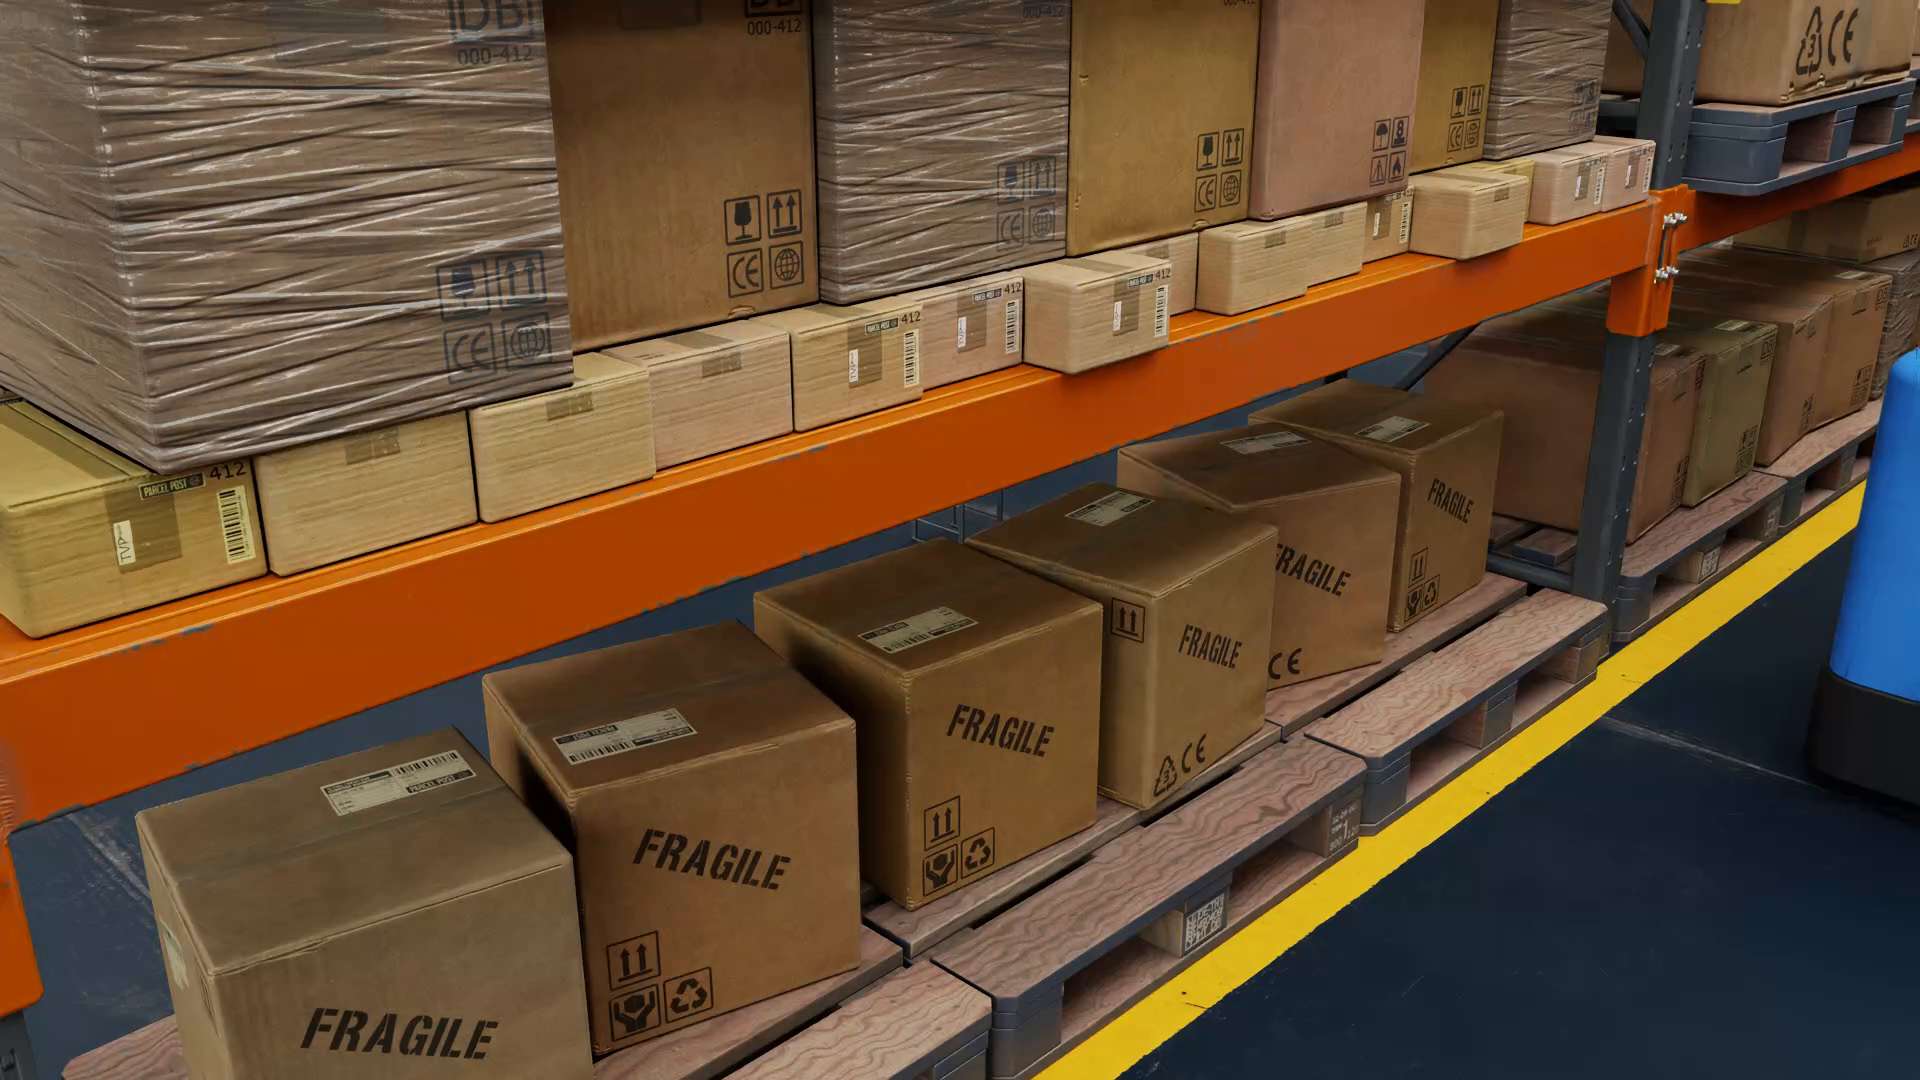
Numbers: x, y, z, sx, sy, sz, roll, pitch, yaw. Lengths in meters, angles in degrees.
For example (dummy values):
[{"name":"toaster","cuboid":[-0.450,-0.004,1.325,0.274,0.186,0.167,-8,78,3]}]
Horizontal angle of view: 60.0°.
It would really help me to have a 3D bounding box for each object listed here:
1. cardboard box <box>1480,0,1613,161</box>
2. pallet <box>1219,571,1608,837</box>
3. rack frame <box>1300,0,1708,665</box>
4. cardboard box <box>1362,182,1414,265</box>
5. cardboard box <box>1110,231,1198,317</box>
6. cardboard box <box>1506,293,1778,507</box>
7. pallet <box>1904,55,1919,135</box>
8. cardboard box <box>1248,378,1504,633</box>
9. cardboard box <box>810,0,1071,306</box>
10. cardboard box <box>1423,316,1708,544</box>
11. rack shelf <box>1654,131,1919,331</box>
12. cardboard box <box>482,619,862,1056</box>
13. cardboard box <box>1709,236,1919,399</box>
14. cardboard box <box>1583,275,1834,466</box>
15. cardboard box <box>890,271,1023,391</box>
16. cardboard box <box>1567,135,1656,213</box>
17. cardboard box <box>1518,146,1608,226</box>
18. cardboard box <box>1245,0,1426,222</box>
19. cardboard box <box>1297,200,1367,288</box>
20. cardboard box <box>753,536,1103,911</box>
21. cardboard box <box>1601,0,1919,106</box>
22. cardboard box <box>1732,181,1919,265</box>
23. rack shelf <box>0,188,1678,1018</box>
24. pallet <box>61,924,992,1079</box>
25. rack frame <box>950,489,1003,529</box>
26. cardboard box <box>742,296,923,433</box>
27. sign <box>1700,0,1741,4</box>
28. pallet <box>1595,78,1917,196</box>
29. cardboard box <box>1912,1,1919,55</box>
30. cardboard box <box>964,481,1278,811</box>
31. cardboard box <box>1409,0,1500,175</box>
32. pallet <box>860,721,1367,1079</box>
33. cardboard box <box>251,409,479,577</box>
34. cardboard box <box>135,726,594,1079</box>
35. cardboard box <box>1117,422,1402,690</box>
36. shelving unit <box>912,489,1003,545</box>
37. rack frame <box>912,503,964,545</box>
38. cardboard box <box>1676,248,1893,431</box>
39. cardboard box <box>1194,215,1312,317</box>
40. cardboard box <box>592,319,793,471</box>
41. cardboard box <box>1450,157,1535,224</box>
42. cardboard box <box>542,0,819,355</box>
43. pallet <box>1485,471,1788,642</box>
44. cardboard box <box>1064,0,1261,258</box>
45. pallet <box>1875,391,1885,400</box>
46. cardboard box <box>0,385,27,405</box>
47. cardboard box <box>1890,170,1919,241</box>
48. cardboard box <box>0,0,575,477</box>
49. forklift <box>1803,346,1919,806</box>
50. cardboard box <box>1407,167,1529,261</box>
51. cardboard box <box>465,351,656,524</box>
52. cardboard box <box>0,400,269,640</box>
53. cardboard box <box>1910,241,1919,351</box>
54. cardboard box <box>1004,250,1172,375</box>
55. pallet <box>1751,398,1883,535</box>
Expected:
[{"name":"cardboard box","cuboid":[1.076,-1.262,4.122,0.875,0.500,0.500,19,28,41]},{"name":"pallet","cuboid":[0.991,0.307,4.482,1.003,0.211,1.213,19,28,41]},{"name":"rack frame","cuboid":[1.435,-1.176,4.454,1.000,3.000,0.127,19,28,41]},{"name":"cardboard box","cuboid":[0.733,-0.696,3.554,0.380,0.149,0.250,19,28,41]},{"name":"cardboard box","cuboid":[0.209,-0.503,3.053,0.380,0.149,0.250,19,28,41]},{"name":"cardboard box","cuboid":[2.225,-0.485,5.527,0.700,0.500,0.500,19,28,40]},{"name":"pallet","cuboid":[2.873,-1.596,5.813,1.003,0.211,1.213,19,28,41]},{"name":"cardboard box","cuboid":[1.127,-0.113,4.586,0.500,0.500,0.500,18,28,39]},{"name":"cardboard box","cuboid":[-0.310,-0.744,2.776,0.875,0.500,0.500,19,28,41]},{"name":"cardboard box","cuboid":[1.878,-0.367,5.220,0.700,0.500,0.500,17,27,37]},{"name":"rack shelf","cuboid":[2.830,-1.355,5.921,1.077,0.370,4.000,19,28,41]},{"name":"cardboard box","cuboid":[-0.516,0.504,2.981,0.500,0.500,0.500,-12,24,-28]},{"name":"cardboard box","cuboid":[3.394,-0.920,6.658,0.700,0.500,0.500,16,26,36]},{"name":"cardboard box","cuboid":[2.615,-0.629,5.901,0.700,0.500,0.500,16,26,36]},{"name":"cardboard box","cuboid":[-0.119,-0.367,2.700,0.380,0.149,0.250,19,28,41]},{"name":"cardboard box","cuboid":[1.495,-0.930,4.164,0.380,0.149,0.250,19,28,41]},{"name":"cardboard box","cuboid":[1.314,-0.868,4.003,0.380,0.149,0.250,19,28,41]},{"name":"cardboard box","cuboid":[0.426,-0.988,3.411,0.875,0.500,0.500,19,28,41]},{"name":"cardboard box","cuboid":[0.588,-0.621,3.360,0.380,0.149,0.250,19,28,41]},{"name":"cardboard box","cuboid":[-0.065,0.348,3.387,0.500,0.500,0.500,-17,27,-37]},{"name":"cardboard box","cuboid":[2.089,-1.822,4.711,1.000,1.000,1.000,19,28,41]},{"name":"cardboard box","cuboid":[3.416,-1.274,6.535,0.500,0.250,0.500,-16,26,-36]},{"name":"rack shelf","cuboid":[0.039,-0.326,3.245,1.077,0.370,4.000,19,28,41]},{"name":"pallet","cuboid":[-0.711,0.934,2.850,1.003,0.211,1.213,19,28,41]},{"name":"rack frame","cuboid":[0.054,-0.580,5.411,0.240,1.200,0.006,19,28,41]},{"name":"cardboard box","cuboid":[-0.274,-0.296,2.515,0.380,0.149,0.250,19,28,41]},{"name":"sign","cuboid":[1.829,-1.447,3.950,0.100,0.325,0.005,19,28,41]},{"name":"pallet","cuboid":[2.072,-1.247,4.905,1.003,0.211,1.213,19,28,41]},{"name":"cardboard box","cuboid":[3.255,-1.842,5.787,0.396,0.266,0.258,18,28,39]},{"name":"cardboard box","cuboid":[0.356,0.216,3.731,0.500,0.500,0.500,16,26,36]},{"name":"cardboard box","cuboid":[0.702,-1.142,3.811,0.875,0.500,0.500,19,28,41]},{"name":"pallet","cuboid":[0.140,0.622,3.662,1.003,0.211,1.213,19,28,41]},{"name":"cardboard box","cuboid":[-0.798,-0.104,2.014,0.380,0.149,0.250,19,28,41]},{"name":"cardboard box","cuboid":[-0.908,0.666,2.559,0.500,0.500,0.500,-14,25,-32]},{"name":"cardboard box","cuboid":[0.733,0.036,4.198,0.500,0.500,0.500,-11,23,-25]},{"name":"shelving unit","cuboid":[-0.010,-0.556,5.350,0.258,1.200,0.189,19,28,41]},{"name":"rack frame","cuboid":[-0.074,-0.533,5.288,0.240,1.200,0.006,19,28,41]},{"name":"cardboard box","cuboid":[3.004,-0.773,6.275,0.500,0.500,0.700,-17,27,-38]},{"name":"cardboard box","cuboid":[0.438,-0.548,3.170,0.380,0.149,0.250,19,28,41]},{"name":"cardboard box","cuboid":[-0.453,-0.234,2.352,0.380,0.149,0.250,19,28,41]},{"name":"cardboard box","cuboid":[1.097,-0.819,3.875,0.380,0.149,0.250,19,28,41]},{"name":"cardboard box","cuboid":[-0.690,-0.627,2.470,0.875,0.500,0.500,19,28,41]},{"name":"pallet","cuboid":[1.977,-0.075,5.476,1.003,0.211,1.213,19,28,41]},{"name":"cardboard box","cuboid":[0.047,-0.870,3.103,0.875,0.500,0.500,19,28,41]},{"name":"pallet","cuboid":[3.679,-0.702,7.108,1.003,0.211,1.213,19,28,41]},{"name":"cardboard box","cuboid":[-1.305,-0.156,2.149,0.380,0.149,0.250,19,28,41]},{"name":"cardboard box","cuboid":[3.779,-1.413,6.896,0.500,0.250,0.500,-19,28,-40]},{"name":"cardboard box","cuboid":[-0.952,-0.468,2.057,0.875,0.500,0.500,19,28,41]},{"name":"forklift","cuboid":[3.434,-1.015,4.131,3.031,2.935,1.130,-20,28,-41]},{"name":"cardboard box","cuboid":[1.002,-0.727,3.635,0.380,0.149,0.250,19,28,41]},{"name":"cardboard box","cuboid":[-0.613,-0.164,2.171,0.380,0.149,0.250,19,28,41]},{"name":"cardboard box","cuboid":[-0.986,-0.044,1.859,0.380,0.149,0.250,19,28,41]},{"name":"cardboard box","cuboid":[3.772,-1.066,7.038,0.700,0.500,0.500,17,27,38]},{"name":"cardboard box","cuboid":[0.130,-0.406,2.799,0.380,0.149,0.250,19,28,41]},{"name":"pallet","cuboid":[2.828,-0.390,6.296,1.003,0.211,1.213,19,28,41]}]
